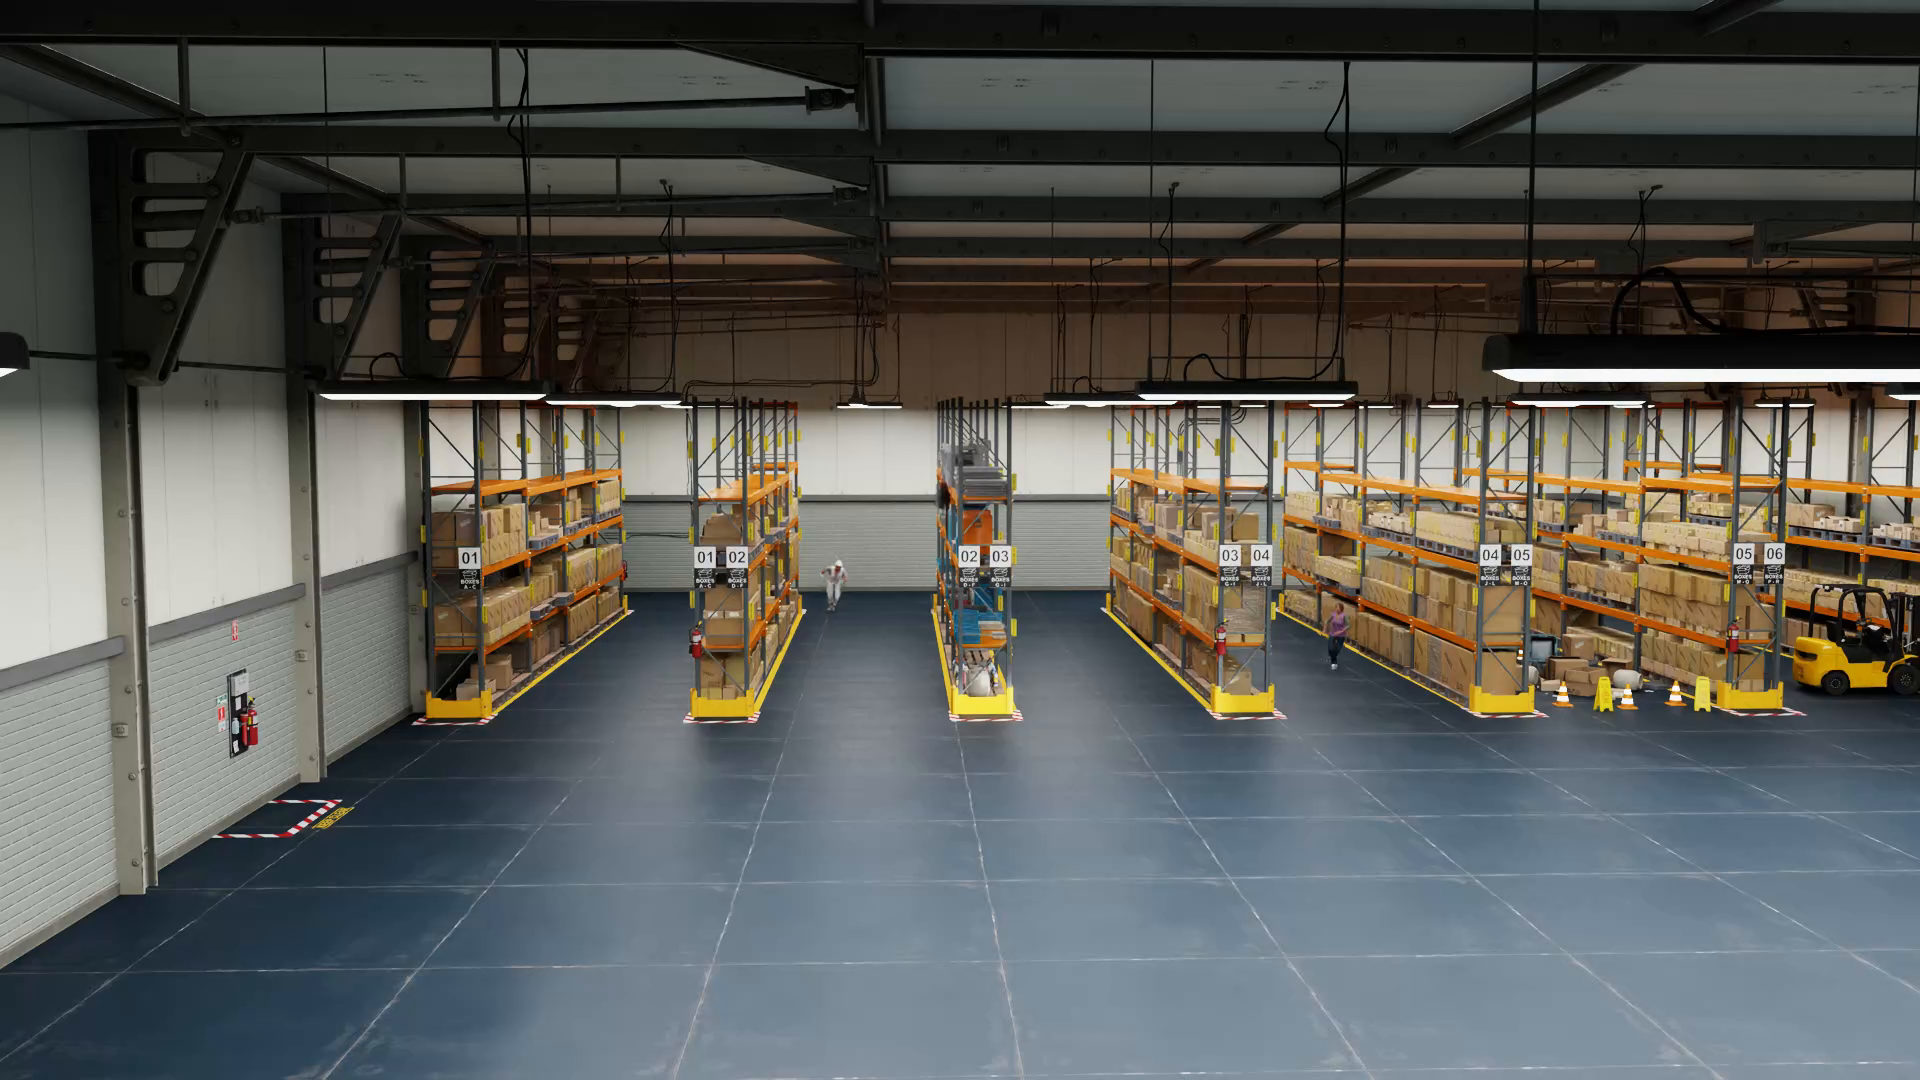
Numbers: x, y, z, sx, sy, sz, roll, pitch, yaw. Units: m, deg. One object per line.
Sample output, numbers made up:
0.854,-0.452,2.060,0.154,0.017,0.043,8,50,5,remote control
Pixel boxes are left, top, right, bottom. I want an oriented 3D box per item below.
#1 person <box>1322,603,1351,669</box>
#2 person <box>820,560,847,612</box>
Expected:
8.403,2.131,37.069,0.625,1.510,0.498,2,5,20,person
-3.577,1.309,47.303,0.724,1.521,0.944,-1,5,-13,person
